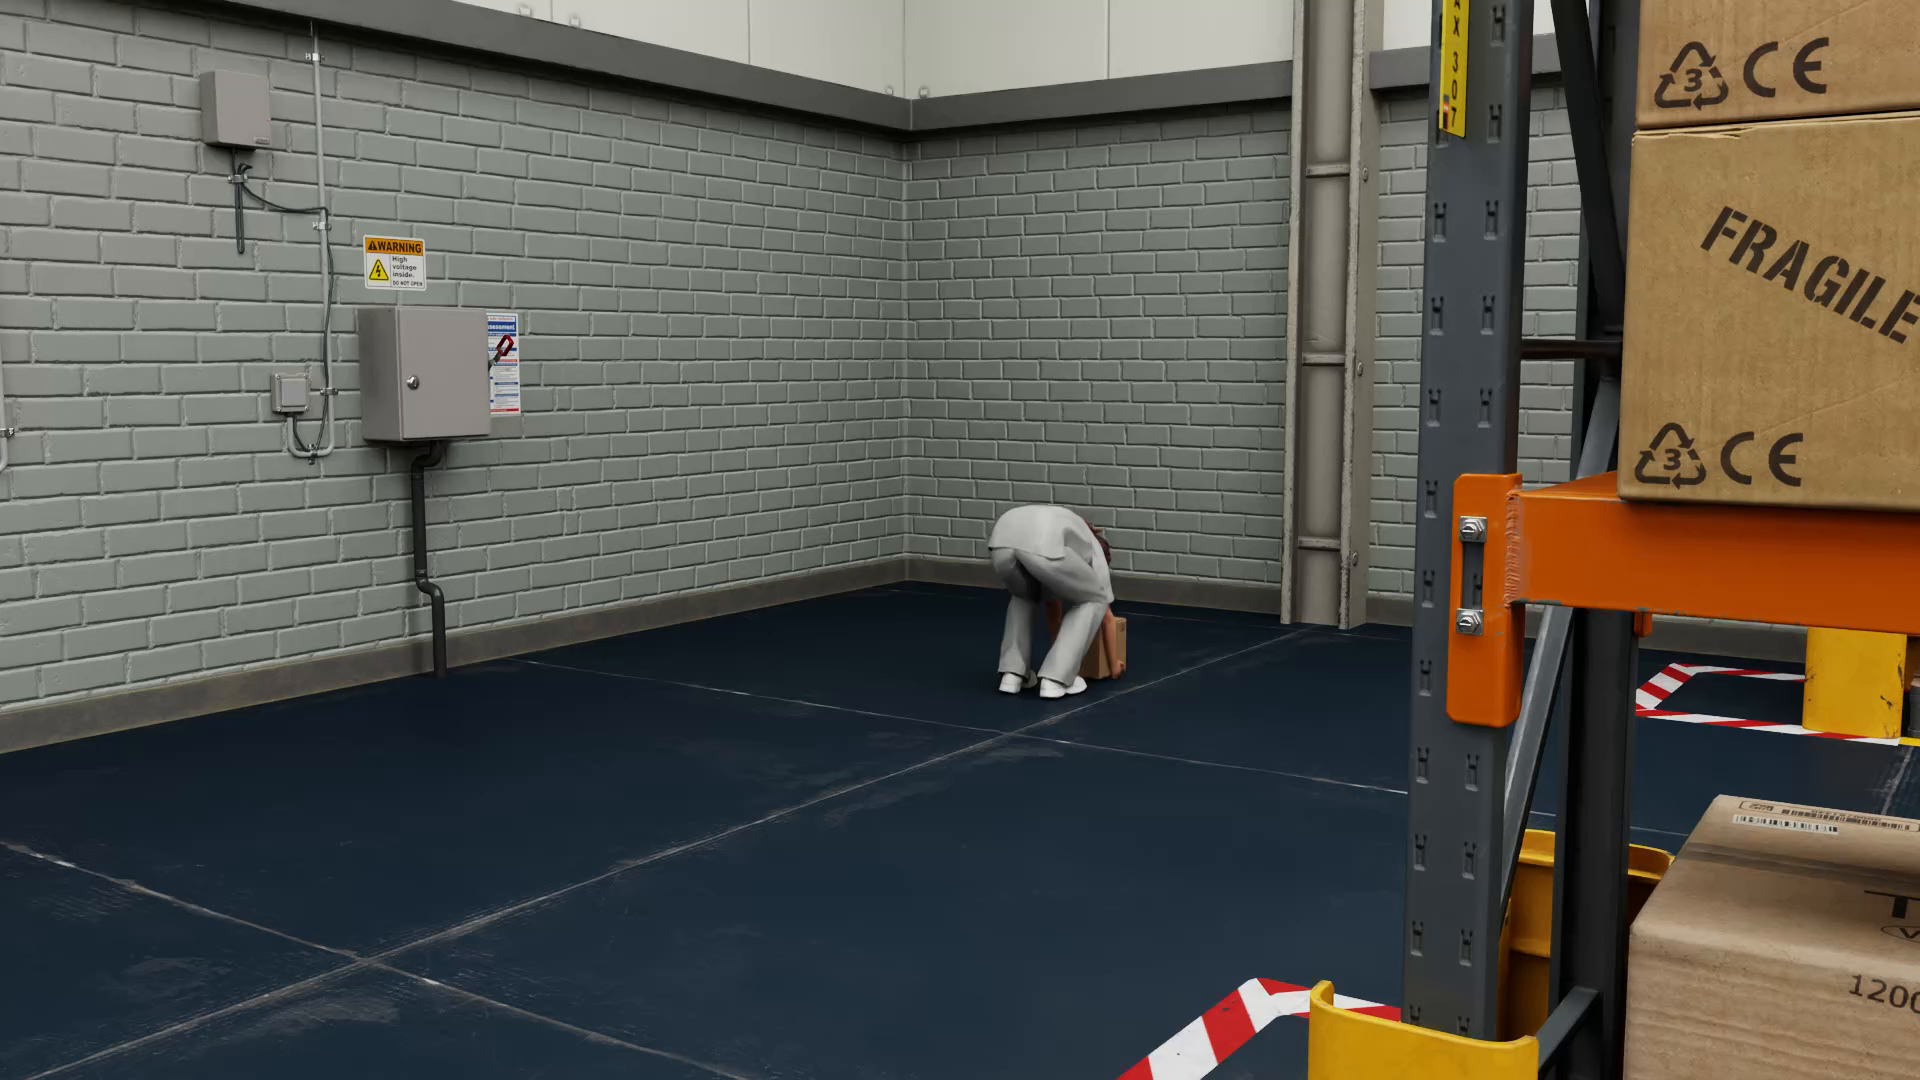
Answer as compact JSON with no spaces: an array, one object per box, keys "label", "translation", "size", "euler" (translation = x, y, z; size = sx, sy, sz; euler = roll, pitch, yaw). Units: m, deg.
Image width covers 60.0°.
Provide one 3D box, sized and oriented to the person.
[{"label":"person","translation":[0.439,0.251,7.508],"size":[0.476,0.841,0.854],"euler":[4,7,31]}]
